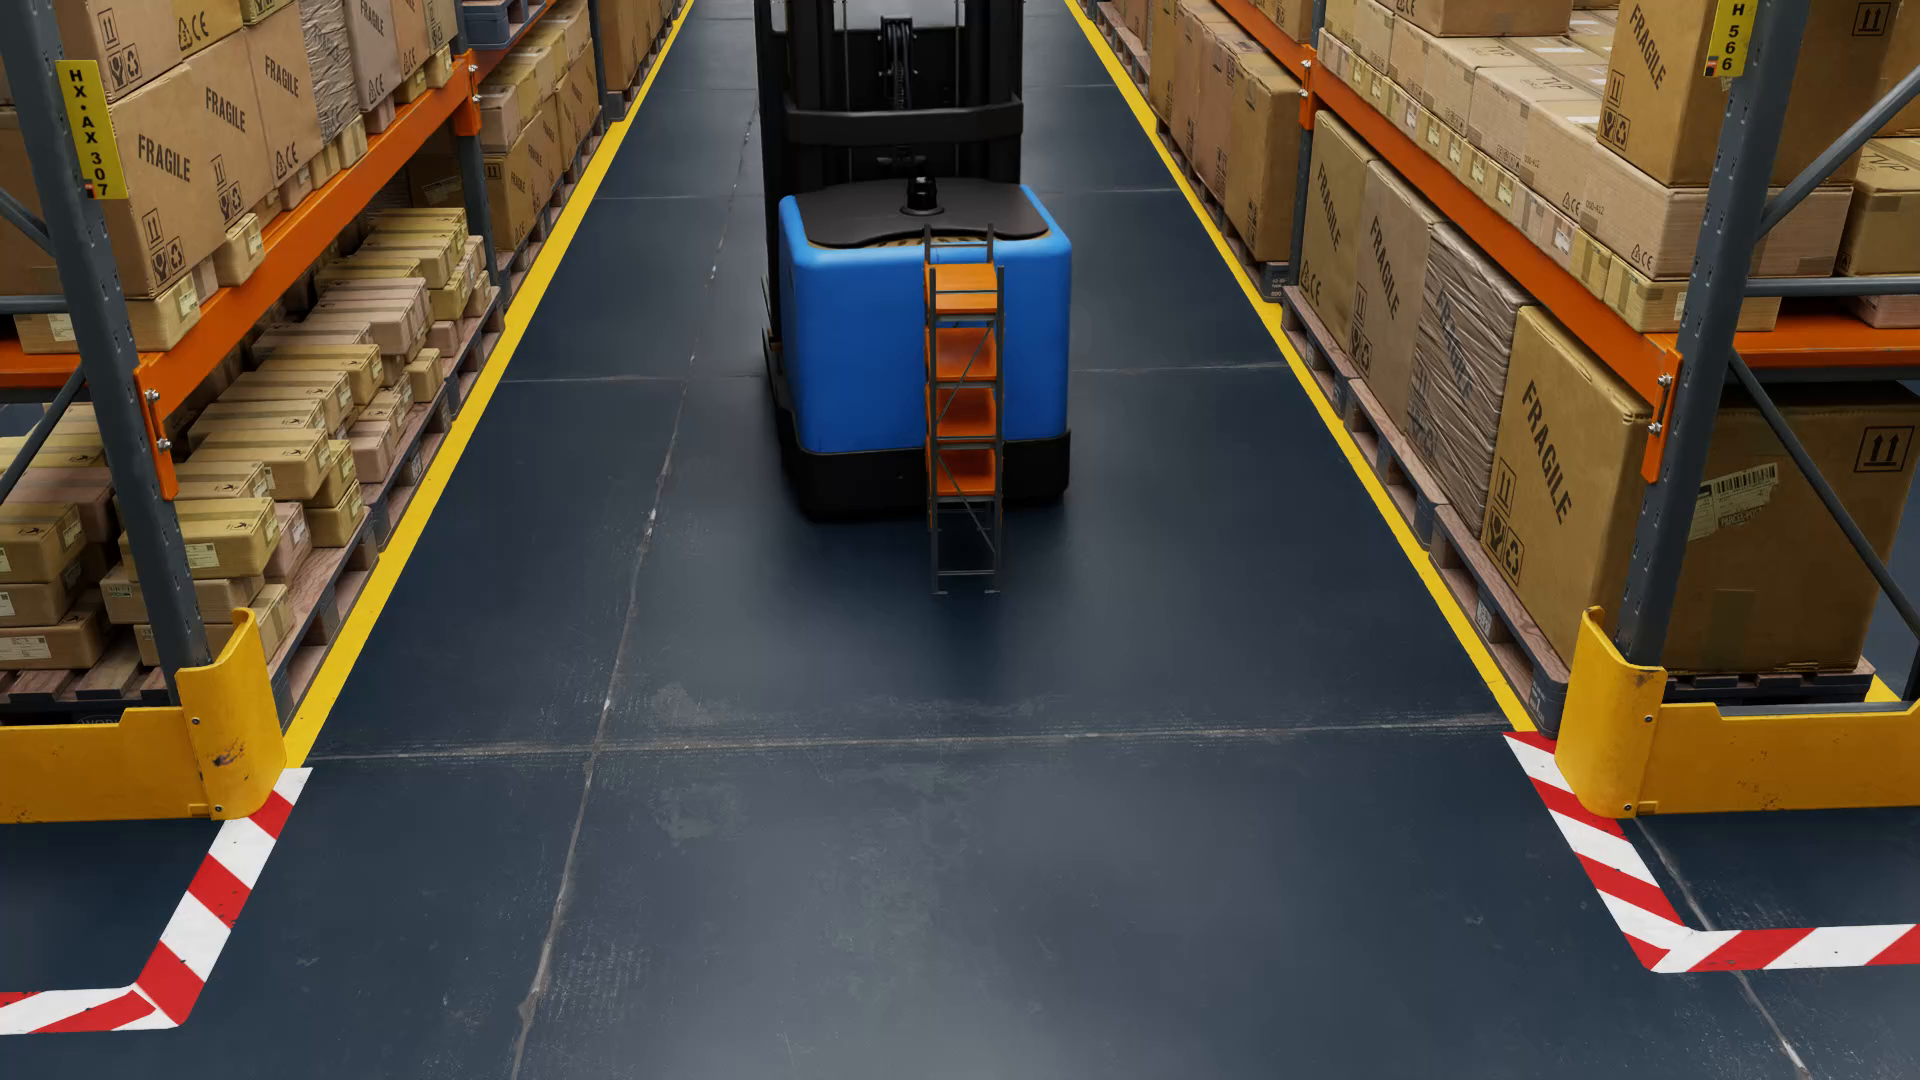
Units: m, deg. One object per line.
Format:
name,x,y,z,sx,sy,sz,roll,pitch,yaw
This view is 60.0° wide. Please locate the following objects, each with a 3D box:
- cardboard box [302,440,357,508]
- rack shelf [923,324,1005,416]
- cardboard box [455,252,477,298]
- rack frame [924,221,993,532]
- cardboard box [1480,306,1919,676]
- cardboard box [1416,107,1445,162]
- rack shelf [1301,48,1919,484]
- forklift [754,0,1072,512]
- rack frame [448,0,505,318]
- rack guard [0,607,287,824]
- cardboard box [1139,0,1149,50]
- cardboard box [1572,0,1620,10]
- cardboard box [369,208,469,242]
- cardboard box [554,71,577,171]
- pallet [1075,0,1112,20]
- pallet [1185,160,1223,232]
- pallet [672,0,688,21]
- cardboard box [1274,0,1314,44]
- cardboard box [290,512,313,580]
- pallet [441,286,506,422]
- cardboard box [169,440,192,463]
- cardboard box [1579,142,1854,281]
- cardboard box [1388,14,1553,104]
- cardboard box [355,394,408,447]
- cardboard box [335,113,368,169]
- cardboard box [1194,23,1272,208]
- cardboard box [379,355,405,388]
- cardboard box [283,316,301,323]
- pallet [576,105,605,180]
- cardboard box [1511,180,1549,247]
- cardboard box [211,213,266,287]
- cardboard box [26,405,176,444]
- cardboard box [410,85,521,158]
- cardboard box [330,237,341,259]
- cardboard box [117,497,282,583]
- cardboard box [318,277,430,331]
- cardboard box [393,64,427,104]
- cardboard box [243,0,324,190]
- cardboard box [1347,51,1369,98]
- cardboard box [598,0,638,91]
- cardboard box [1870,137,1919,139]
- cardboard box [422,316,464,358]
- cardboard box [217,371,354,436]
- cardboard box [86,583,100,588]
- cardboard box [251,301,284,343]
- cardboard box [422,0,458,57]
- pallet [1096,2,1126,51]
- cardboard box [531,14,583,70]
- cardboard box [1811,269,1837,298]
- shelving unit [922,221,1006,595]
cardboard box,-2.325,-0.229,5.752,0.380,0.149,0.250,-1,28,-1
rack shelf,0.009,-0.594,5.754,0.258,0.148,0.480,-1,28,-3
cardboard box,-2.438,-1.206,7.625,0.380,0.149,0.250,-3,28,-5
rack frame,-0.004,-0.568,6.042,0.240,1.200,0.015,-1,28,-3
cardboard box,2.255,-0.178,5.190,0.875,0.875,0.875,-1,28,-3
cardboard box,1.926,-1.511,6.175,0.380,0.149,0.250,-2,28,-4
rack shelf,2.264,-1.244,6.170,1.077,0.370,4.000,-1,28,-3
forklift,-0.328,-2.065,7.039,1.130,2.935,3.031,-4,28,-9
rack frame,-2.799,-2.414,7.635,1.000,3.000,0.127,-1,28,-3
rack guard,-2.594,0.507,4.738,1.175,0.500,0.348,-1,28,-3
cardboard box,1.818,-4.247,13.377,0.700,0.500,0.500,1,28,2
cardboard box,2.473,-2.448,6.729,0.500,0.500,0.500,-1,28,-2
cardboard box,-2.520,-1.442,7.756,0.380,0.149,0.250,-1,28,-1
cardboard box,-2.645,-2.558,10.159,0.500,0.500,0.500,-3,28,-5
pallet,1.672,-5.254,16.096,1.003,0.211,1.213,-1,28,-3
pallet,1.977,-2.170,10.182,1.003,0.211,1.213,-1,28,-3
pallet,-3.178,-5.225,16.040,1.003,0.211,1.213,-1,28,-3
cardboard box,1.863,-2.741,8.153,0.500,0.500,0.500,-1,28,-2
cardboard box,-2.413,0.028,5.581,0.380,0.149,0.250,-1,28,-2
pallet,-2.728,-0.868,7.686,1.003,0.211,1.213,-1,28,-3
cardboard box,-2.843,-0.224,5.743,0.380,0.149,0.250,-2,28,-3
cardboard box,2.078,-0.923,4.616,0.500,0.250,0.500,-2,28,-3
cardboard box,1.976,-1.860,6.414,0.500,0.250,0.500,-1,28,-1
cardboard box,-2.392,-0.453,6.503,0.380,0.149,0.250,-1,28,-3
cardboard box,-2.397,-1.456,6.070,0.380,0.149,0.250,-1,28,-2
cardboard box,2.059,-2.439,9.526,1.225,0.875,0.875,-2,28,-4
cardboard box,-2.465,-0.723,6.699,0.380,0.149,0.250,-3,28,-5
cardboard box,-2.946,-0.814,6.874,0.380,0.149,0.250,0,28,0
pallet,-2.968,-2.664,11.129,1.003,0.211,1.213,-1,28,-3
cardboard box,1.982,-1.037,5.266,0.380,0.149,0.250,-1,28,-2
cardboard box,-2.295,-0.855,4.917,0.380,0.149,0.250,-2,28,-4
cardboard box,-2.917,-0.346,5.655,0.380,0.149,0.250,-2,28,-5
cardboard box,-2.574,-2.172,8.609,0.500,0.250,0.500,-3,28,-5
cardboard box,-3.032,-1.307,7.498,0.380,0.149,0.250,0,28,0
cardboard box,-2.278,-0.003,4.997,0.380,0.149,0.250,-3,28,-5
cardboard box,-2.405,-0.965,6.843,0.380,0.149,0.250,-3,28,-5
cardboard box,-2.474,-1.935,6.988,0.380,0.149,0.250,0,28,-1
cardboard box,-2.404,-1.430,5.318,0.500,0.500,0.500,-1,28,-2
cardboard box,1.871,-1.988,7.090,0.380,0.149,0.250,-1,28,-1
cardboard box,-2.950,-3.733,12.143,1.050,0.750,0.750,-2,28,-3
cardboard box,2.579,-1.173,5.096,0.500,0.250,0.500,-2,28,-3
cardboard box,-2.430,-0.921,7.400,0.380,0.149,0.250,-2,28,-4
cardboard box,-2.398,-0.487,5.926,0.380,0.149,0.250,0,28,-1
cardboard box,-2.940,0.157,5.334,0.380,0.149,0.250,-1,28,-1
cardboard box,-2.905,-0.828,6.580,0.380,0.149,0.250,-2,28,-5
cardboard box,-2.491,-2.374,7.128,0.500,0.500,0.500,-1,28,-3
pallet,1.784,-4.586,14.814,1.003,0.211,1.213,-1,28,-3
cardboard box,-2.673,-3.129,10.444,0.500,0.250,0.500,-1,28,-2
cardboard box,2.665,-0.819,4.848,0.380,0.149,0.250,-2,28,-3
shelving unit,0.009,-0.456,5.826,0.258,1.200,0.503,-1,28,-3
